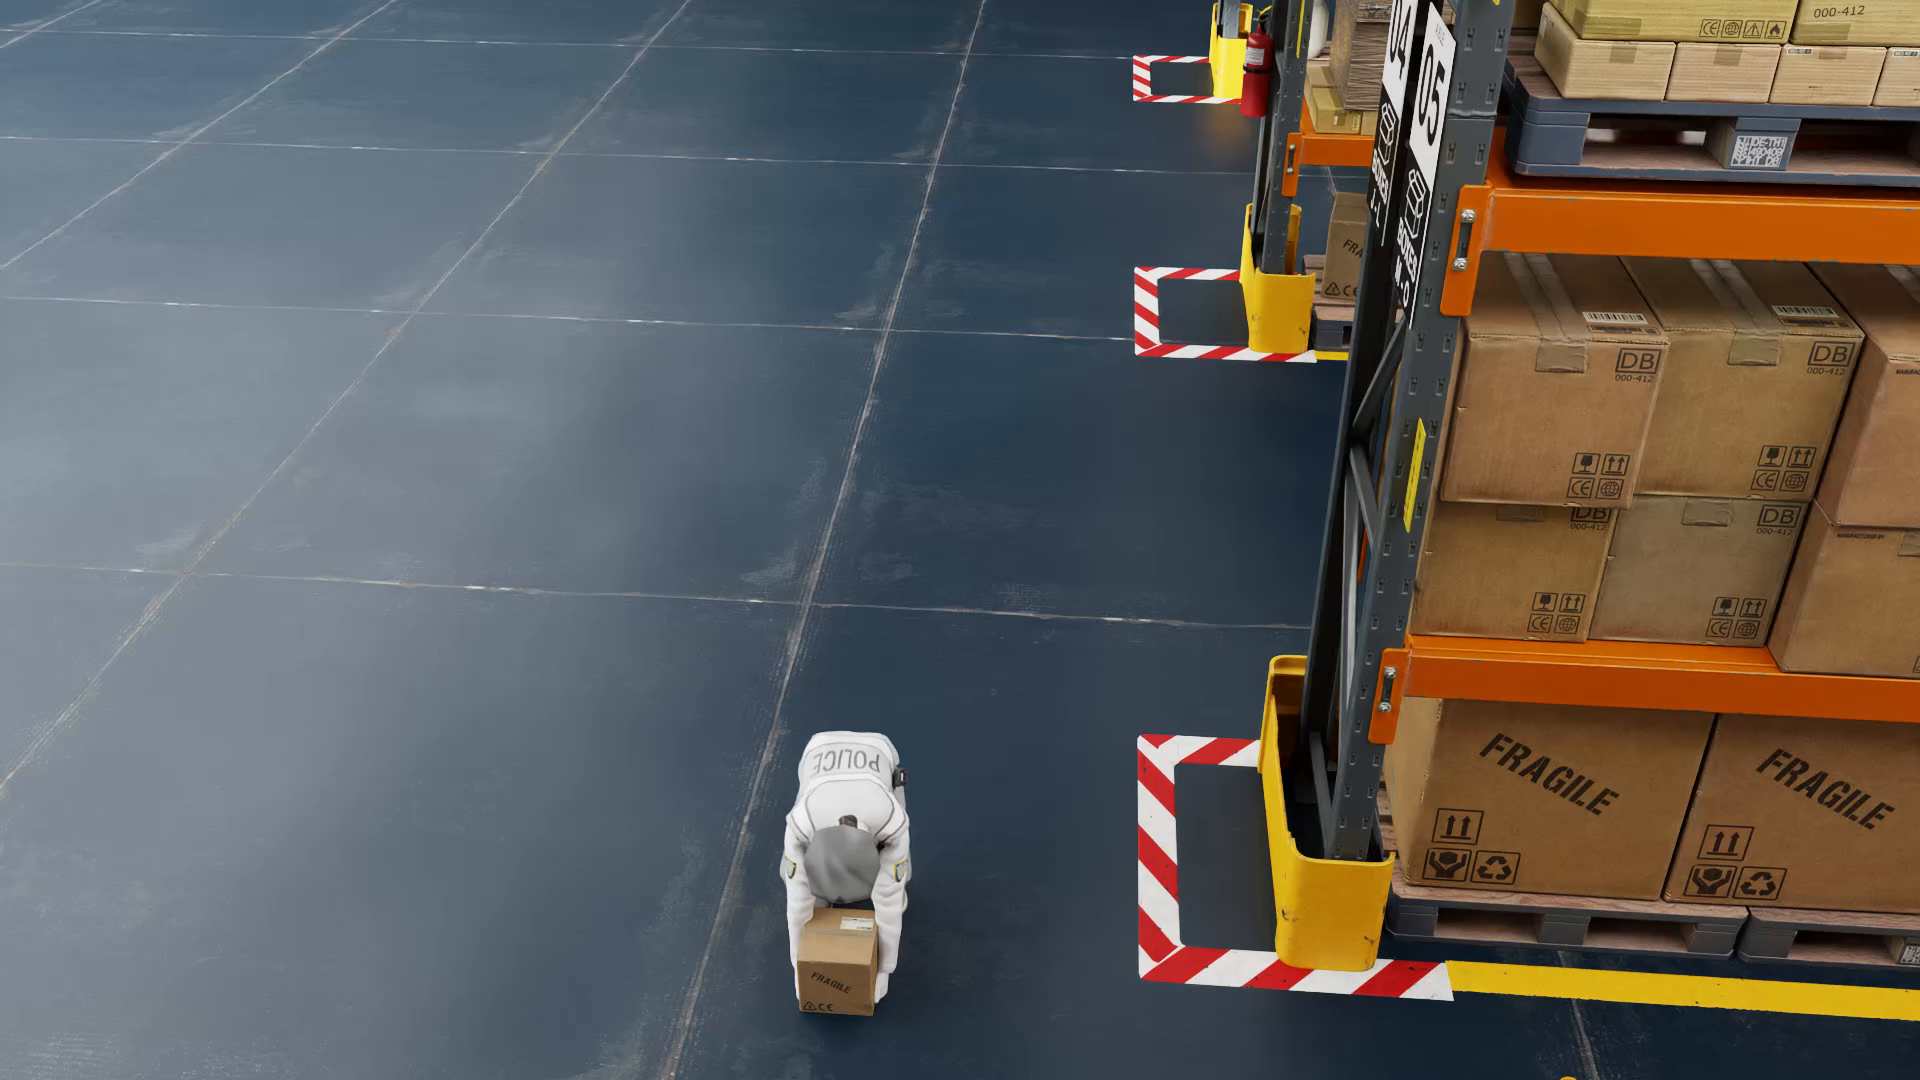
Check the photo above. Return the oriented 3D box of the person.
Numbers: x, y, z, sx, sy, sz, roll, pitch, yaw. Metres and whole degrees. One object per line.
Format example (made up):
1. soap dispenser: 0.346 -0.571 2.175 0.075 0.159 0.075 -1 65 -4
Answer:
1. person: -0.393 1.081 5.776 0.458 0.788 0.907 2 32 3
